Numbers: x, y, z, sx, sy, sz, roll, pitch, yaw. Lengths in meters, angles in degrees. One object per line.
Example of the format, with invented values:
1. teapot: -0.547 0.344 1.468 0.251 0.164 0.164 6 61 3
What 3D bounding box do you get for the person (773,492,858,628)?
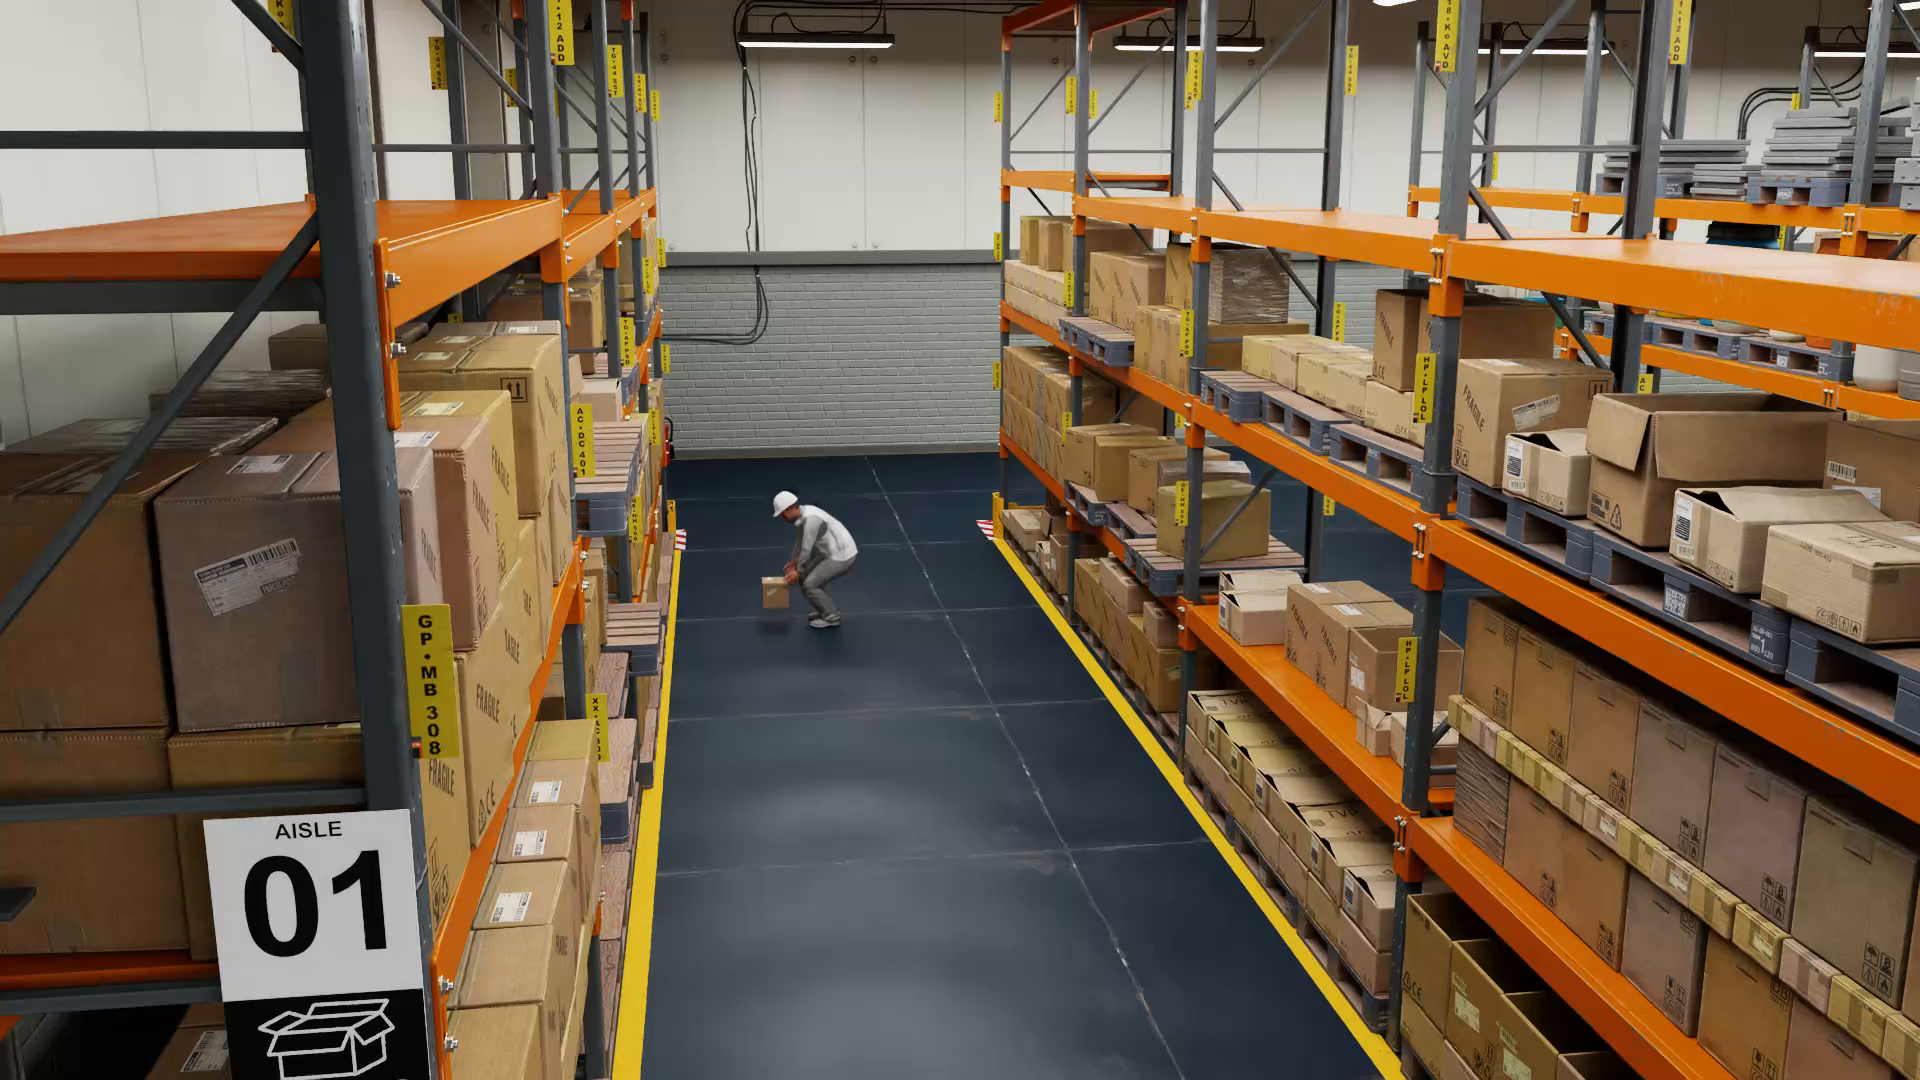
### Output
1. person: -1.400 0.175 16.152 0.810 1.333 0.588 -2 13 -8
